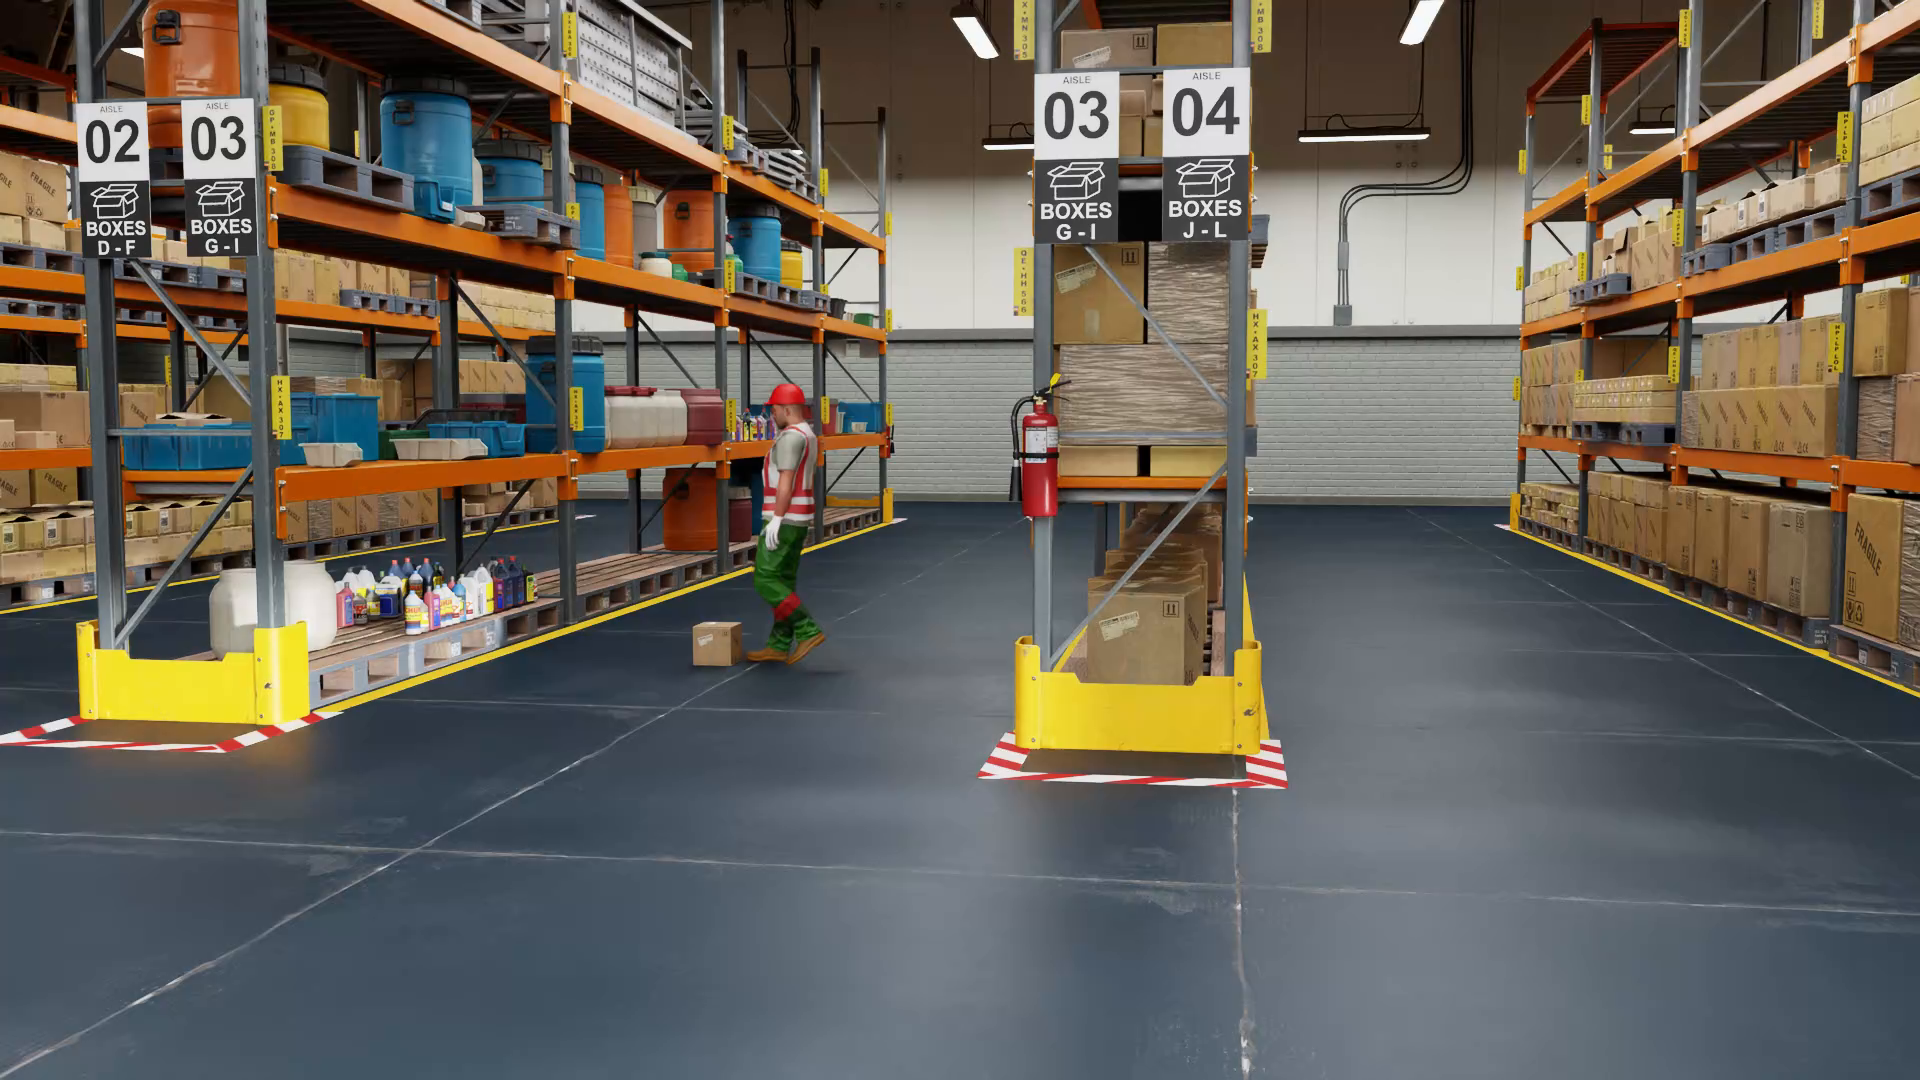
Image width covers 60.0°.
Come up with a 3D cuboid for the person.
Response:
[{"bbox_3d":[-1.120,-0.099,10.594,0.601,1.791,0.576,1,4,9],"label":"person"}]
